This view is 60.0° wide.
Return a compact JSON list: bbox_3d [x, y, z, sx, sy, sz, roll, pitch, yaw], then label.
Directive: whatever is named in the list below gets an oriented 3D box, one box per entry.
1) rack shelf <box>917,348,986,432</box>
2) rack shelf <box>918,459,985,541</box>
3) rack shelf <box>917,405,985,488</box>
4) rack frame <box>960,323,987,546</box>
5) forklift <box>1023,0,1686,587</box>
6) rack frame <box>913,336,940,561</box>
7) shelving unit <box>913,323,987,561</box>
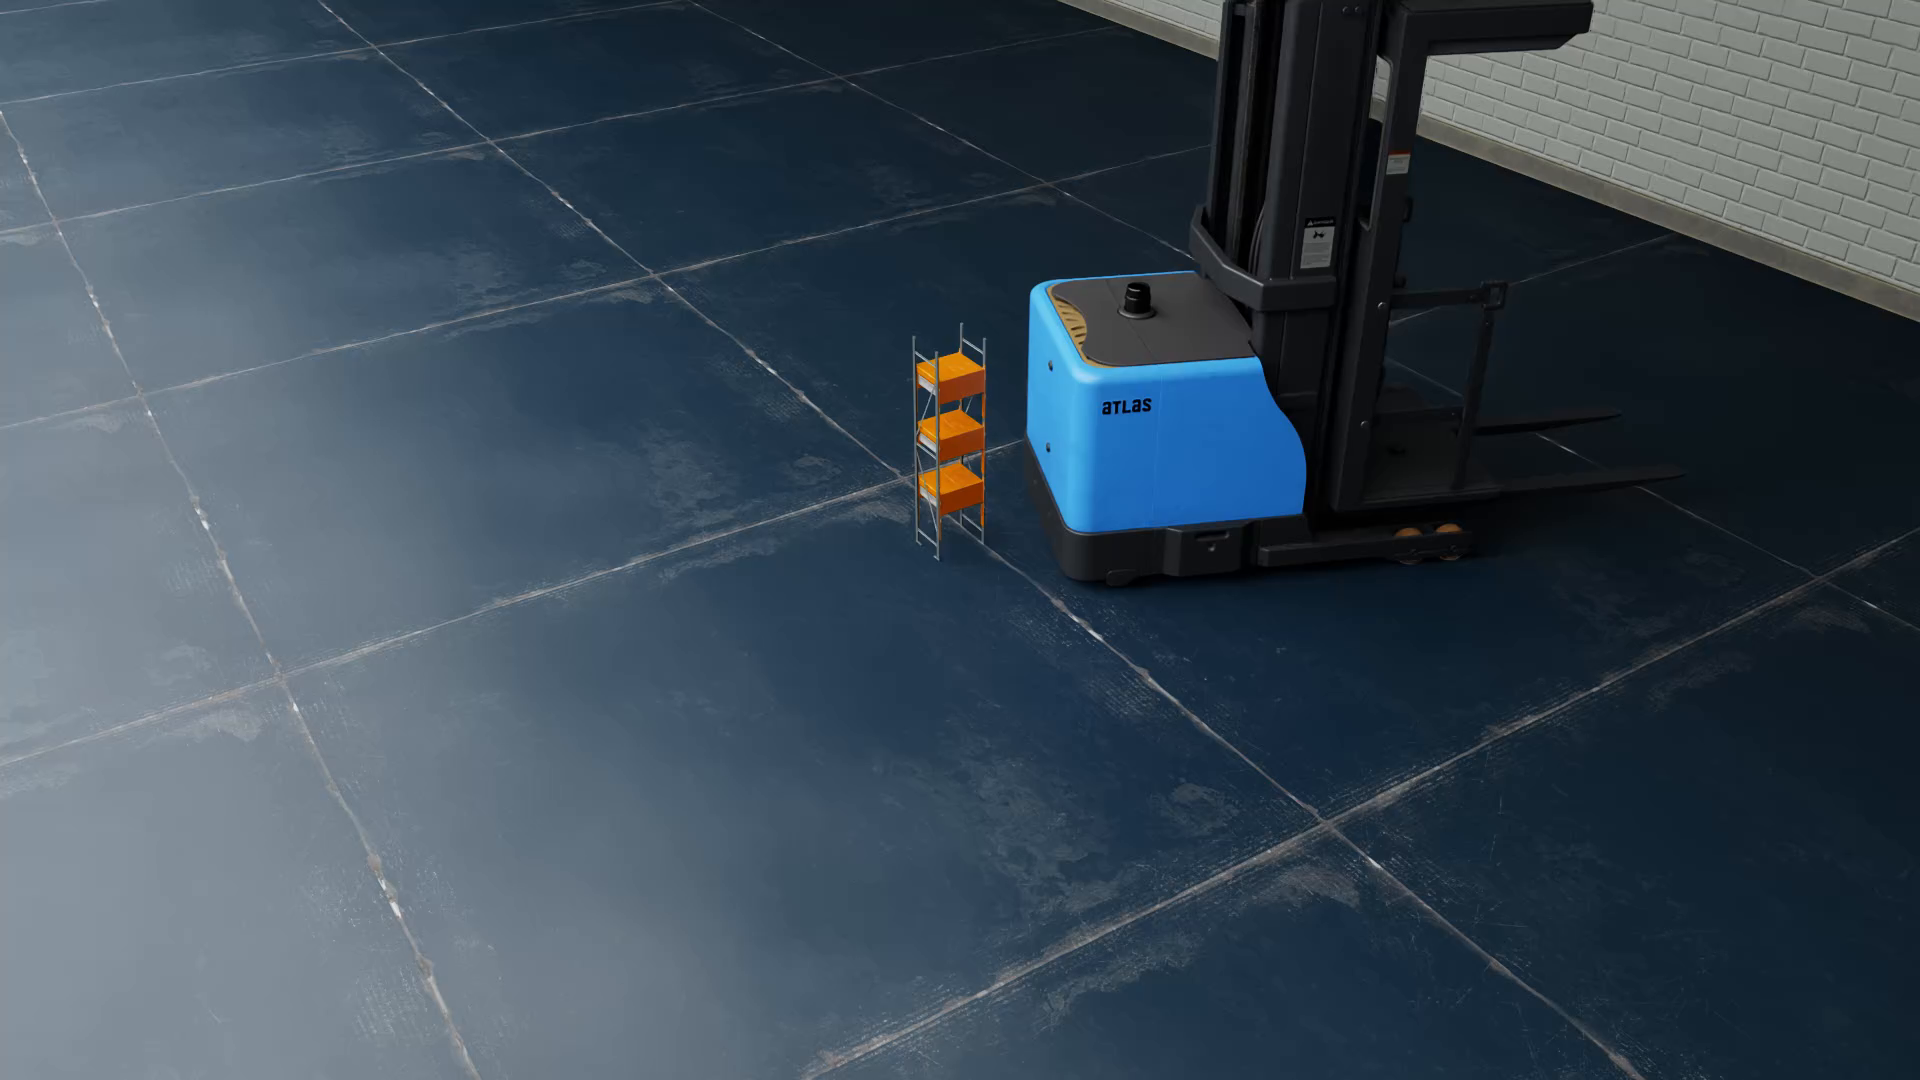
[{"bbox_3d":[-0.045,-0.660,7.300,0.240,0.259,0.215,-19,37,-27],"label":"rack shelf"},{"bbox_3d":[-0.045,-0.185,7.599,0.240,0.259,0.215,-19,37,-27],"label":"rack shelf"},{"bbox_3d":[-0.045,-0.420,7.451,0.240,0.259,0.215,-19,37,-27],"label":"rack shelf"},{"bbox_3d":[0.058,-0.464,7.501,0.008,1.050,0.200,-19,37,-27],"label":"rack frame"},{"bbox_3d":[1.873,-1.401,7.224,3.031,2.935,1.130,-5,33,-8],"label":"forklift"},{"bbox_3d":[-0.148,-0.393,7.389,0.008,1.050,0.200,-19,37,-27],"label":"rack frame"},{"bbox_3d":[-0.045,-0.429,7.445,0.252,1.050,0.215,-19,37,-27],"label":"shelving unit"}]
